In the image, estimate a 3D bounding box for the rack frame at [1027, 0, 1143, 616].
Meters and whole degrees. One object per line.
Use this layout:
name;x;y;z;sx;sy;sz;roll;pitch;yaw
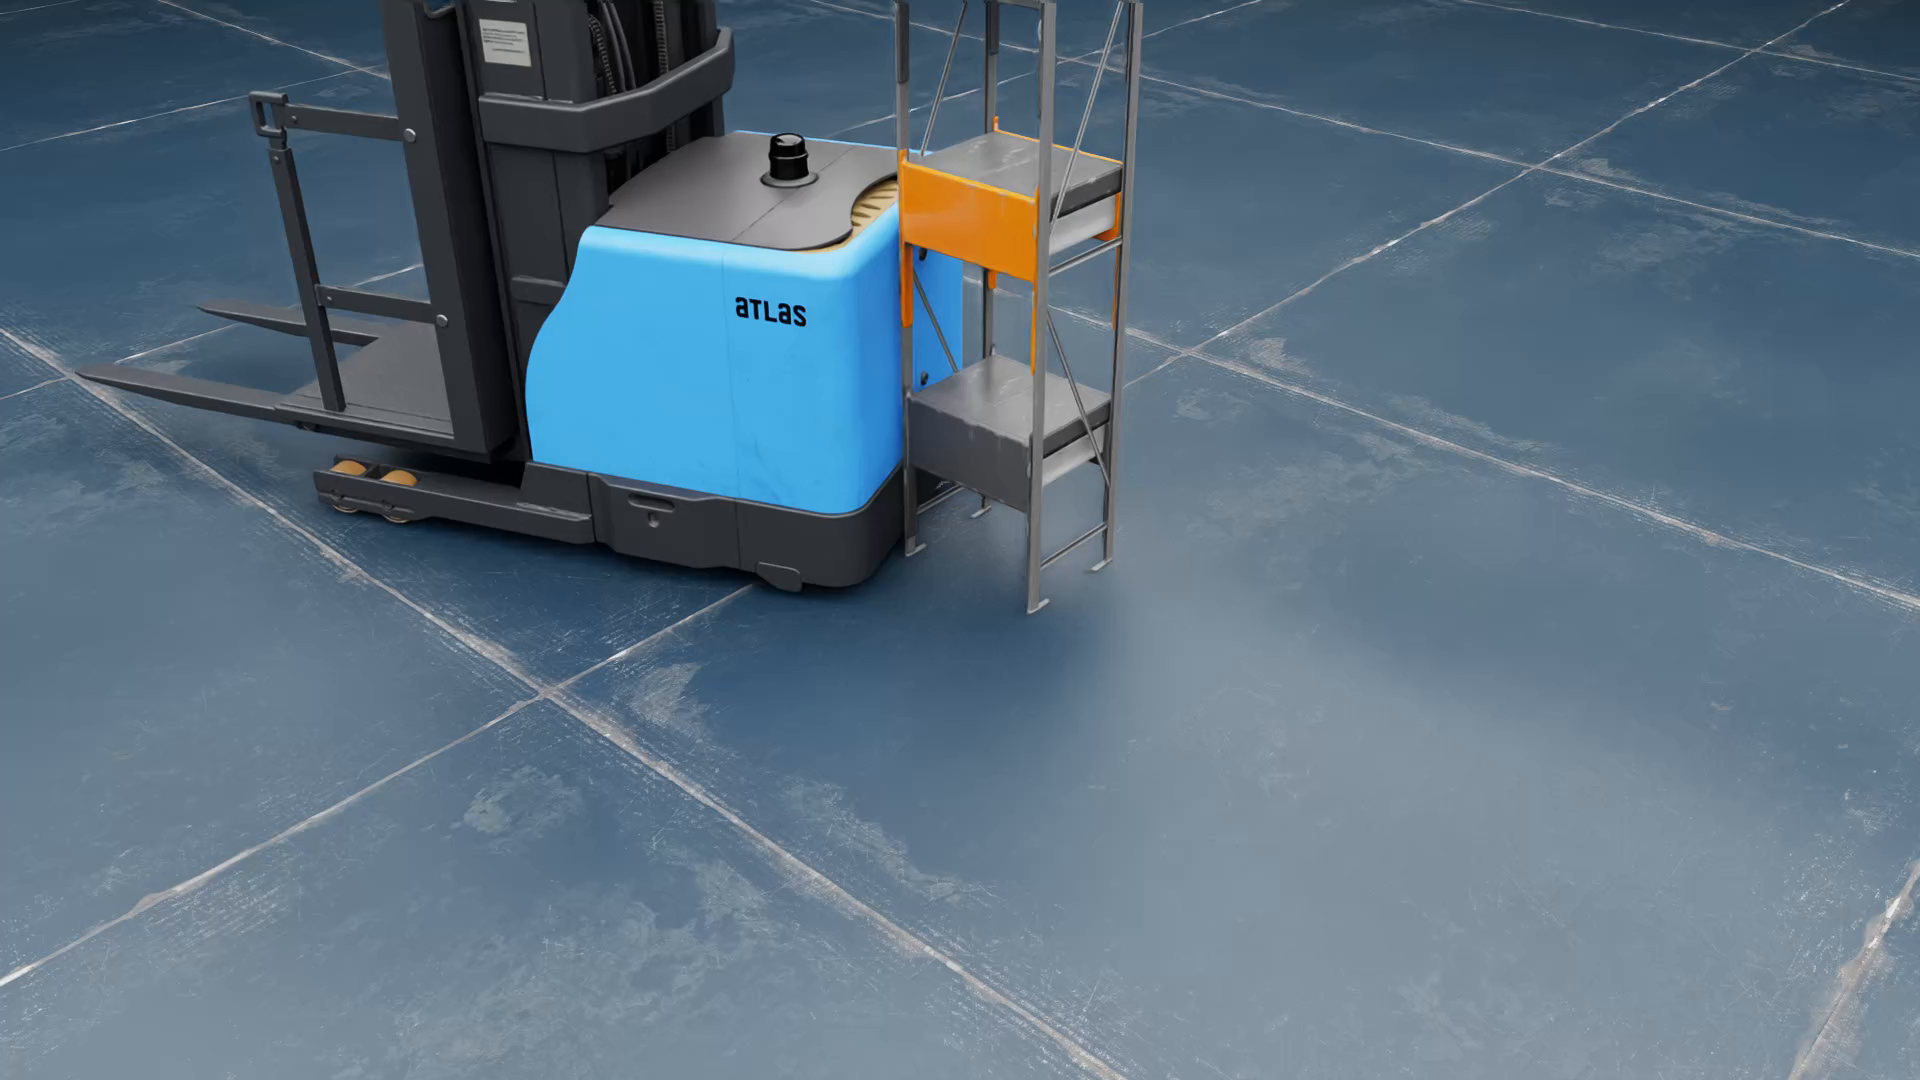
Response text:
rack frame;0.335;-0.757;4.471;0.015;2.100;0.400;24;39;34

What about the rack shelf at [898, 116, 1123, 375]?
rack shelf;0.150;-0.828;4.615;0.480;0.518;0.431;24;39;34

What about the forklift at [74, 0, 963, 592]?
forklift;-1.551;-1.554;4.990;3.031;2.935;1.130;10;33;17

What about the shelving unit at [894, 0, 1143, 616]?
shelving unit;0.150;-0.839;4.608;0.503;2.100;0.431;24;39;34

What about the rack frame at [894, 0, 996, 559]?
rack frame;-0.034;-0.922;4.745;0.015;2.100;0.400;24;39;34

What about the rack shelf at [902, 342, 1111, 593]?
rack shelf;0.150;-0.228;4.976;0.480;0.518;0.431;24;39;34

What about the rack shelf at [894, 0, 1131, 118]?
rack shelf;0.150;-1.427;4.254;0.480;0.518;0.431;24;39;34
